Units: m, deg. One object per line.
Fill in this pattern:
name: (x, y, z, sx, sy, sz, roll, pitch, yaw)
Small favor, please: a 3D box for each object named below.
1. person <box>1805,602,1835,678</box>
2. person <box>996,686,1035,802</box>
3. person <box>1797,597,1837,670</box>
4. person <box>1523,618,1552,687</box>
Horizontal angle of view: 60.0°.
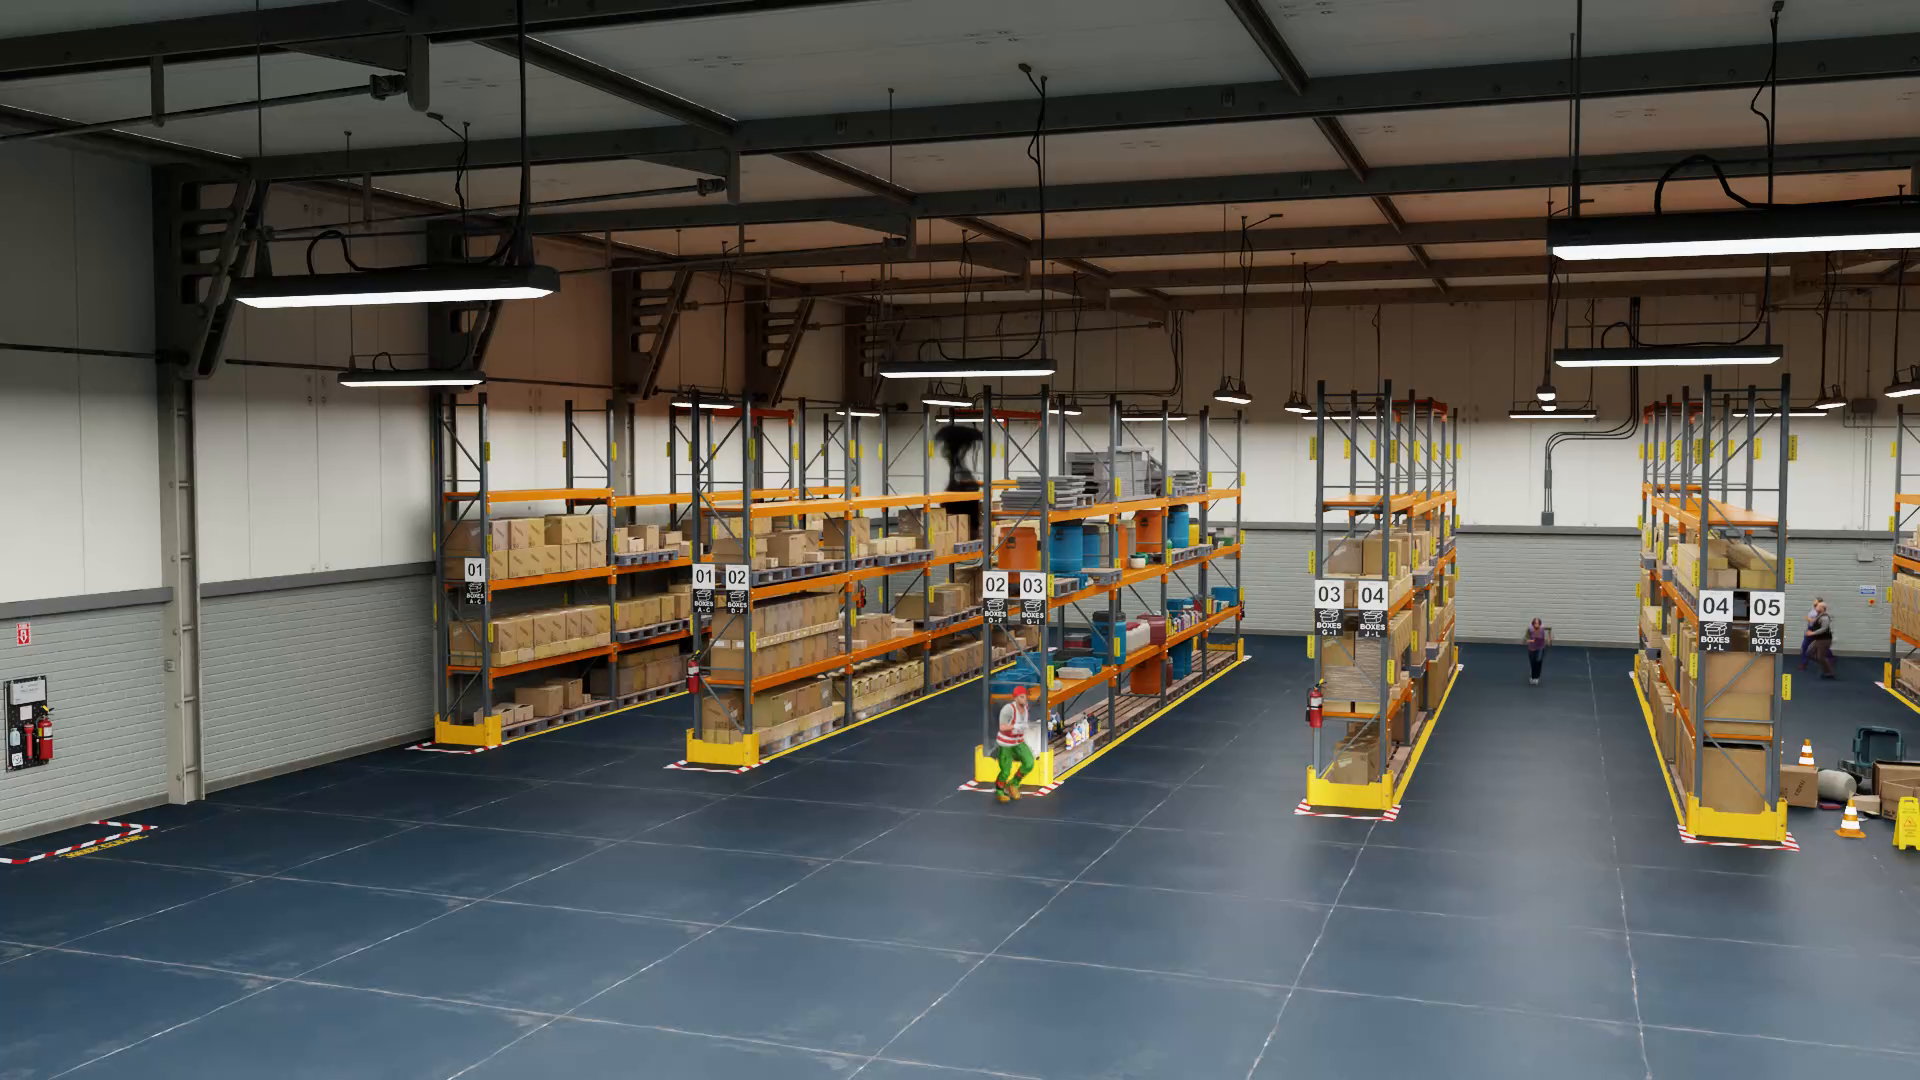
person: (18.961, 2.206, 36.675, 0.669, 1.676, 0.639, 1, 3, 13)
person: (0.770, 2.879, 23.418, 0.642, 1.698, 0.863, -2, 4, -33)
person: (19.647, 2.148, 38.109, 0.816, 1.687, 0.587, 0, 3, -6)
person: (12.342, 2.380, 35.543, 0.578, 1.500, 0.906, 1, 3, 18)
